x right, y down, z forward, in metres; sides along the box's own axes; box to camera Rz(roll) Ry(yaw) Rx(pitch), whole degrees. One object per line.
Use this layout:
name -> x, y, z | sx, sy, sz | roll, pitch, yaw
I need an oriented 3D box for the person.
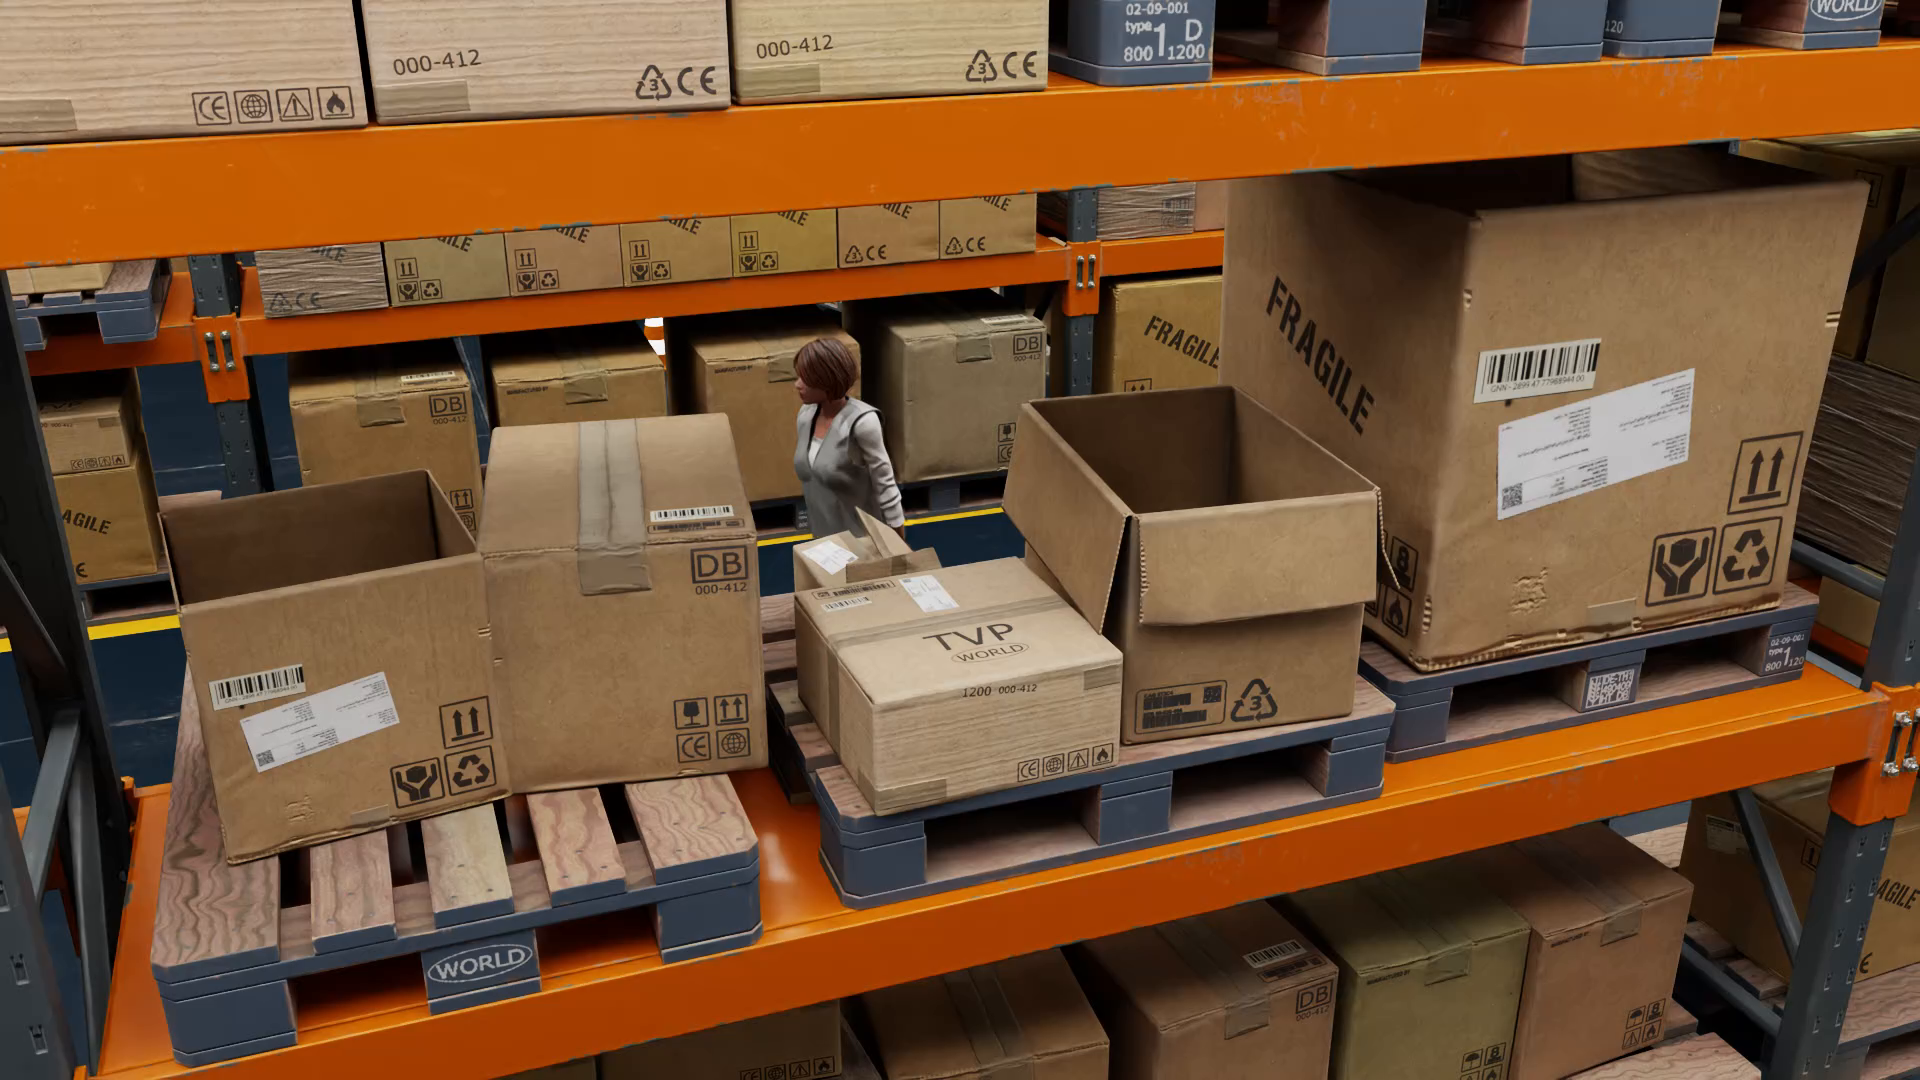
person -> -0.373, -0.003, 5.990 | 0.427, 1.516, 0.437 | -18, 29, -36
